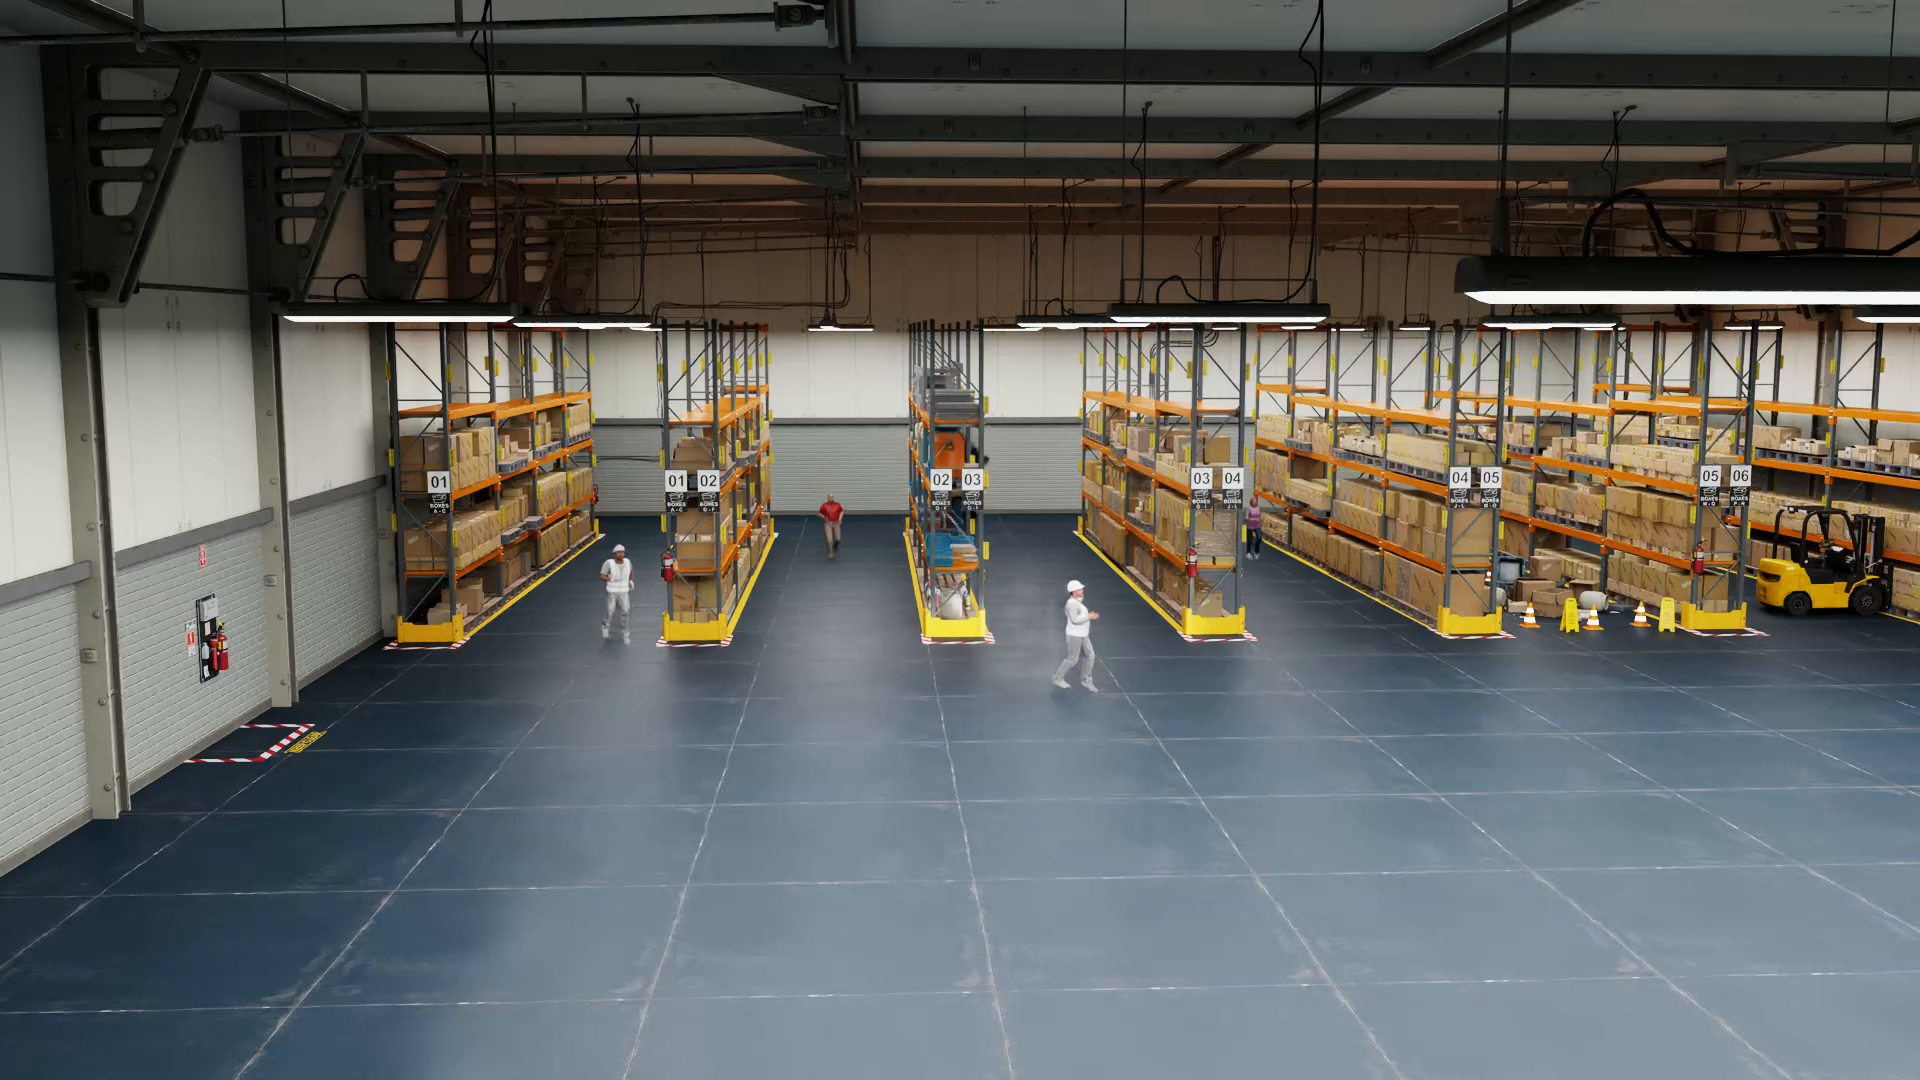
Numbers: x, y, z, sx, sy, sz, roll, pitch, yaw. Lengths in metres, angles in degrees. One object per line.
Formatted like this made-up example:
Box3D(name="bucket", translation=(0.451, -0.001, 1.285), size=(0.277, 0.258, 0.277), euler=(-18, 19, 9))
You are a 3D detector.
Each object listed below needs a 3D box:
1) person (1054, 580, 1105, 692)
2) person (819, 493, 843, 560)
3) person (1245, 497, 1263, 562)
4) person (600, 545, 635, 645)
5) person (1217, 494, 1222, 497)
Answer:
Box3D(name="person", translation=(1.920, 1.545, 26.633), size=(0.817, 1.808, 0.650), euler=(2, 7, 16))
Box3D(name="person", translation=(-3.240, -0.342, 42.336), size=(0.646, 1.722, 0.633), euler=(-2, 7, -14))
Box3D(name="person", translation=(7.454, -0.270, 42.126), size=(0.507, 1.643, 0.706), euler=(-1, 7, -8))
Box3D(name="person", translation=(-6.333, 0.993, 30.969), size=(0.701, 1.806, 0.884), euler=(-4, 8, -30))
Box3D(name="person", translation=(7.226, -0.904, 46.797), size=(0.737, 1.782, 0.964), euler=(1, 7, 10))
